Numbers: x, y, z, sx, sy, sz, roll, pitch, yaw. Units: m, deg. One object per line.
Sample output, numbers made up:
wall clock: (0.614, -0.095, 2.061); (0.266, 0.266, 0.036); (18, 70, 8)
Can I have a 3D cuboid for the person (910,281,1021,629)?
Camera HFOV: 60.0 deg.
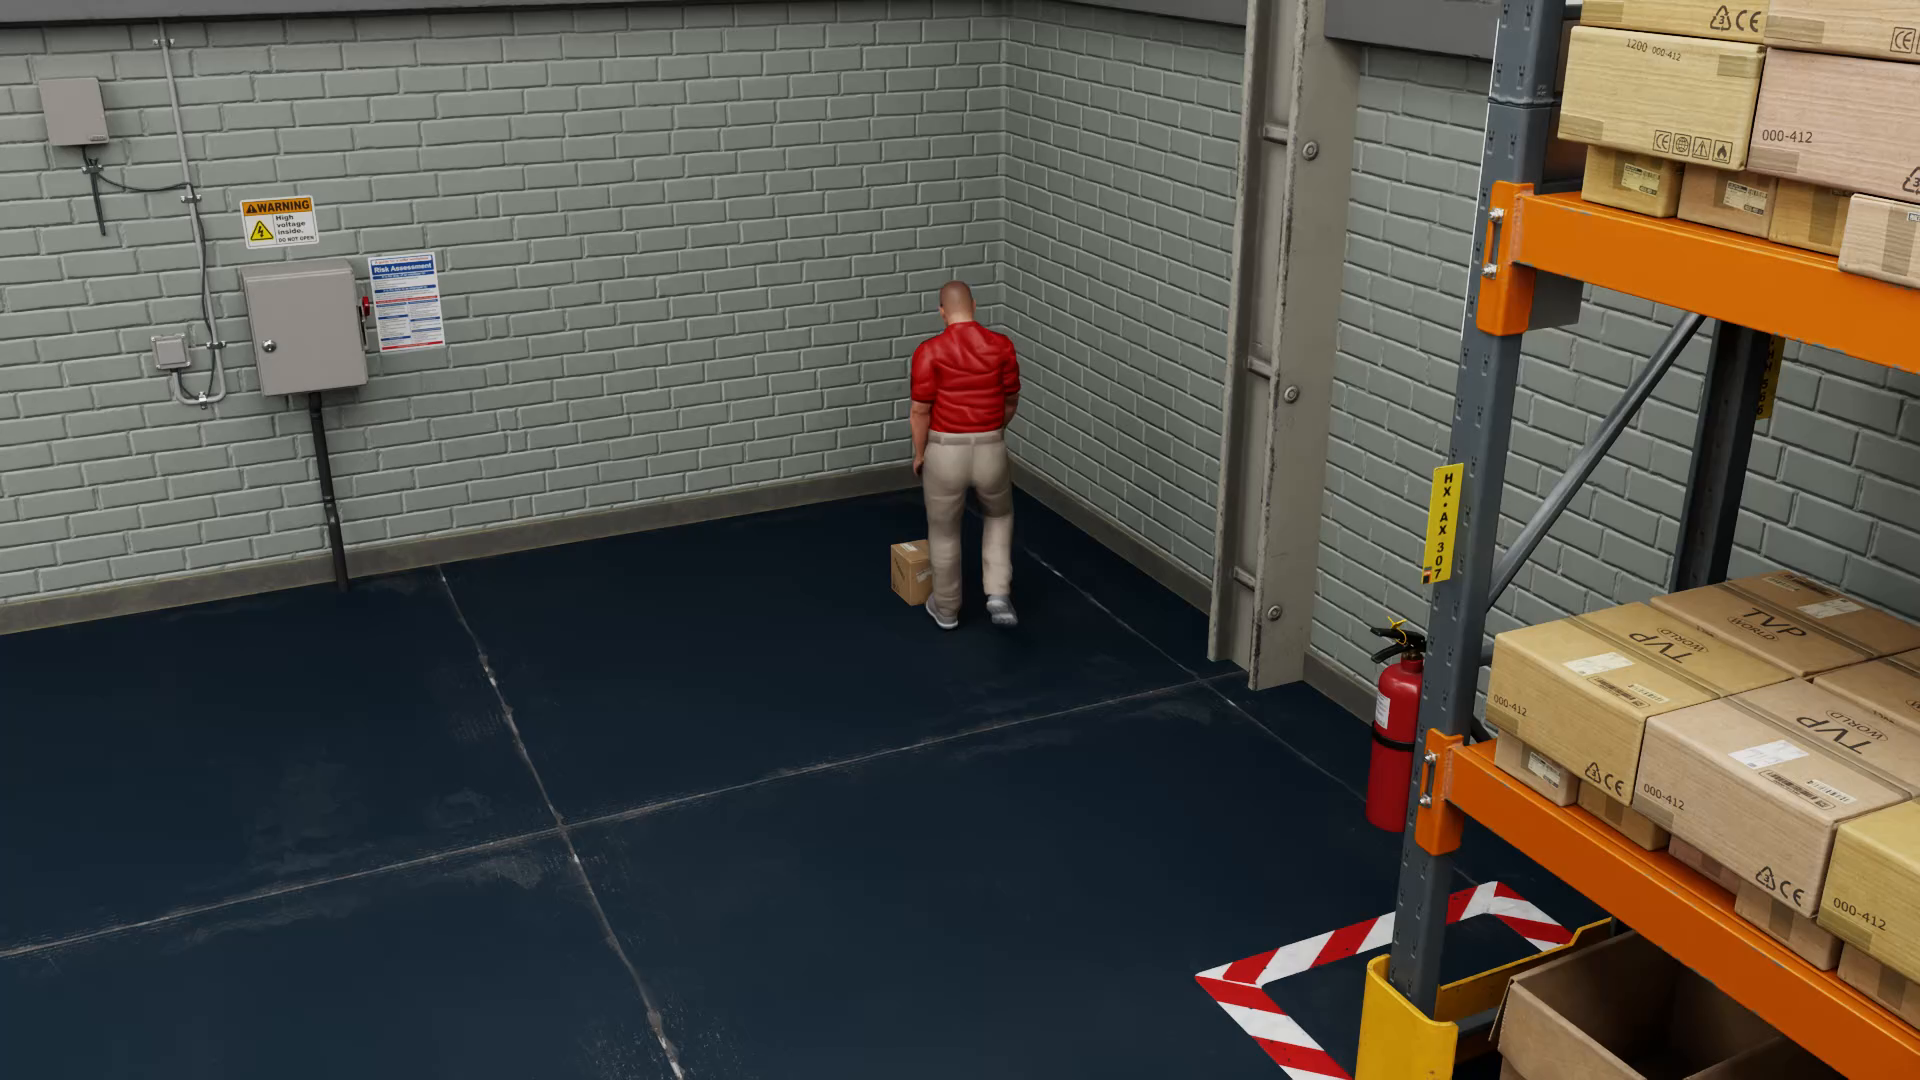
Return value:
person: (0.016, -0.385, 8.071); (0.551, 1.740, 0.565); (-6, 23, -13)
